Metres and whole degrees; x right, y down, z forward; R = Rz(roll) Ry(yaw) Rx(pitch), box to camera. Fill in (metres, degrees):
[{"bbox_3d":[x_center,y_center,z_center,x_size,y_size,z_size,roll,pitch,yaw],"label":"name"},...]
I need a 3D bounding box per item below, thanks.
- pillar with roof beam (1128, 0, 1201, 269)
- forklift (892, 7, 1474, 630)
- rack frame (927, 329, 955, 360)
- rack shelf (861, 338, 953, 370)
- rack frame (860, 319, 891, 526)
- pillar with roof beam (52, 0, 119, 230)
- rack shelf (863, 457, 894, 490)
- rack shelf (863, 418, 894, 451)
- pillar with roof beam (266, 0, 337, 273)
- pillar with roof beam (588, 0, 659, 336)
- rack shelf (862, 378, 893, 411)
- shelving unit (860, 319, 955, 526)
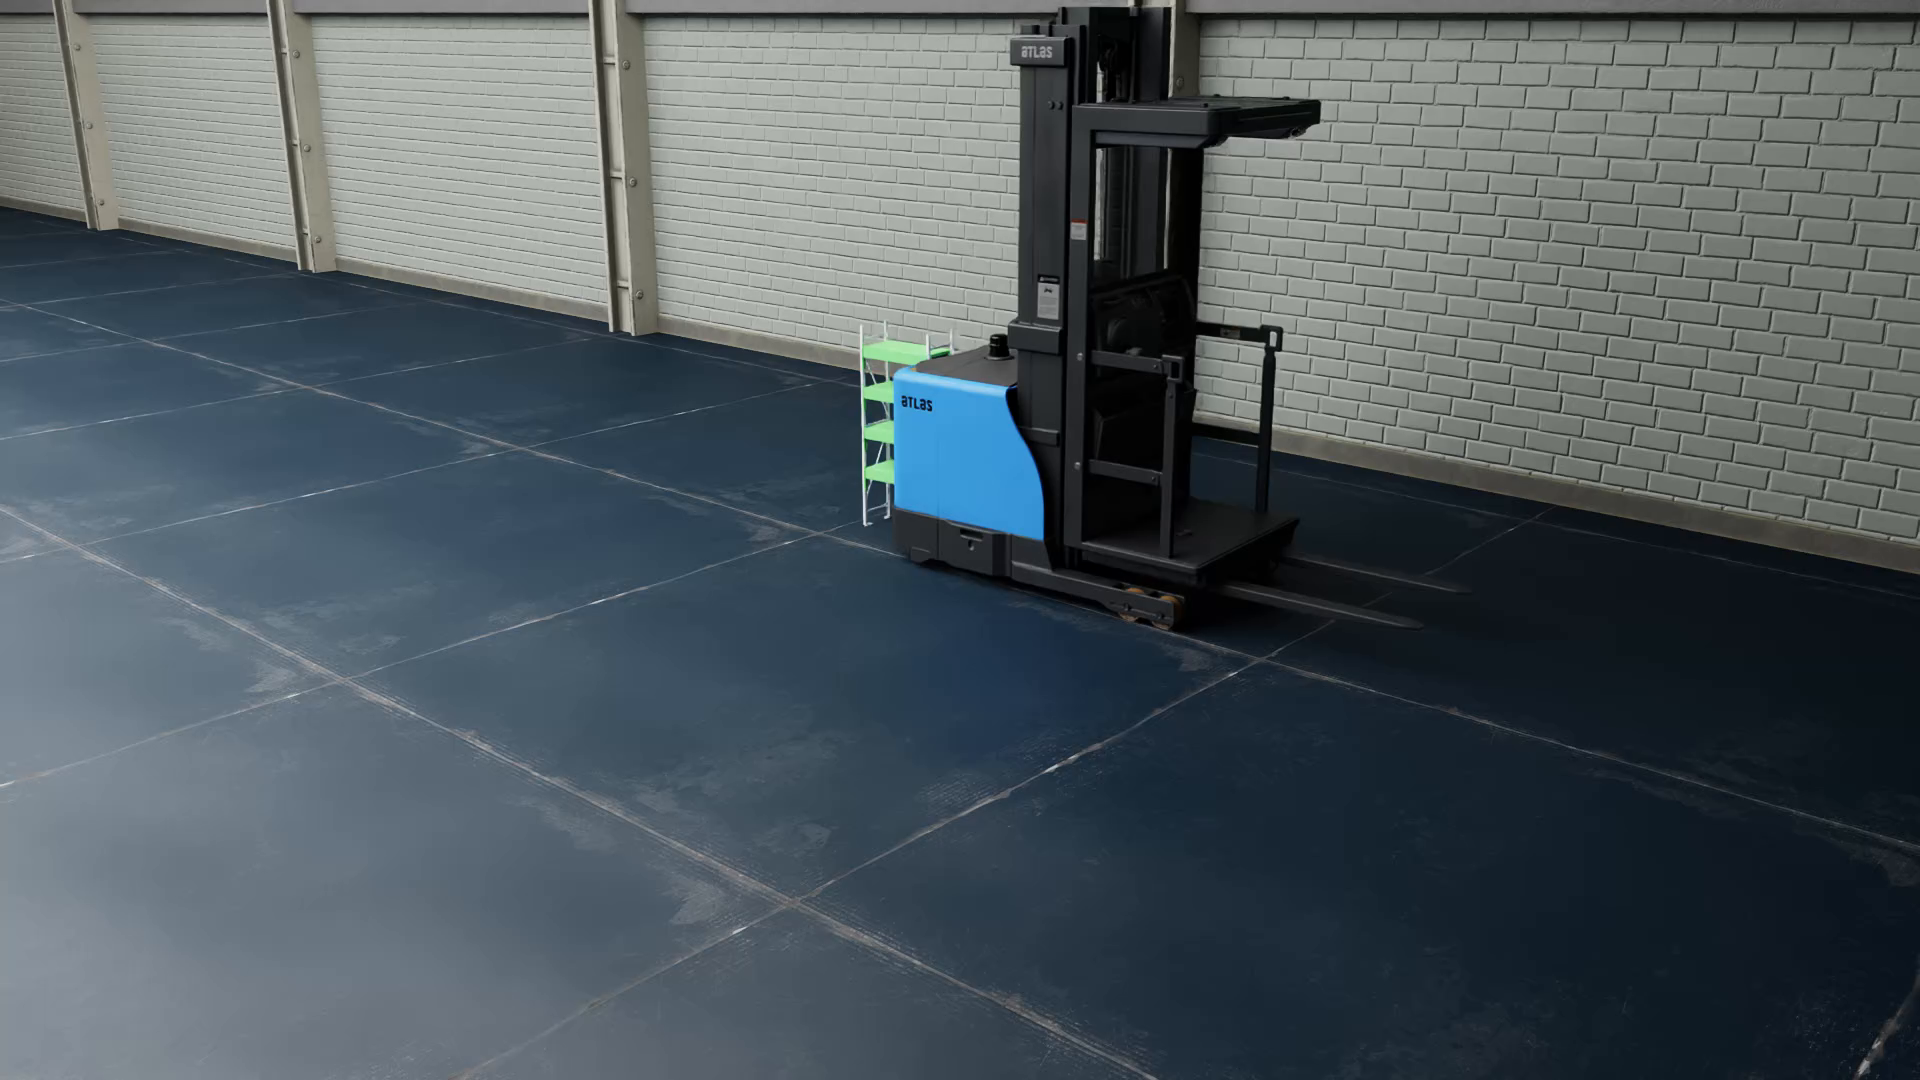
[{"bbox_3d":[-1.479,-4.106,7.673,0.400,9.000,9.100,15,23,39],"label":"pillar with roof beam"},{"bbox_3d":[1.100,-1.136,8.347,3.031,2.935,1.130,13,22,35],"label":"forklift"},{"bbox_3d":[-0.107,-0.596,9.505,0.015,1.200,0.240,13,22,35],"label":"rack frame"},{"bbox_3d":[-0.301,-1.037,9.520,0.480,0.148,0.258,13,22,35],"label":"rack shelf"},{"bbox_3d":[-0.494,-0.685,9.788,0.015,1.200,0.240,13,22,35],"label":"rack frame"},{"bbox_3d":[-14.942,-7.720,19.061,0.400,9.000,9.100,15,23,39],"label":"pillar with roof beam"},{"bbox_3d":[-0.301,-0.351,9.738,0.480,0.148,0.258,13,22,35],"label":"rack shelf"},{"bbox_3d":[-0.301,-0.580,9.666,0.480,0.148,0.258,13,22,35],"label":"rack shelf"},{"bbox_3d":[-10.454,-6.515,15.265,0.400,9.000,9.100,15,23,39],"label":"pillar with roof beam"},{"bbox_3d":[-5.966,-5.311,11.469,0.400,9.000,9.100,15,23,39],"label":"pillar with roof beam"},{"bbox_3d":[-0.301,-0.808,9.593,0.480,0.148,0.258,13,22,35],"label":"rack shelf"},{"bbox_3d":[-0.301,-0.640,9.646,0.503,1.200,0.258,13,22,35],"label":"shelving unit"}]
